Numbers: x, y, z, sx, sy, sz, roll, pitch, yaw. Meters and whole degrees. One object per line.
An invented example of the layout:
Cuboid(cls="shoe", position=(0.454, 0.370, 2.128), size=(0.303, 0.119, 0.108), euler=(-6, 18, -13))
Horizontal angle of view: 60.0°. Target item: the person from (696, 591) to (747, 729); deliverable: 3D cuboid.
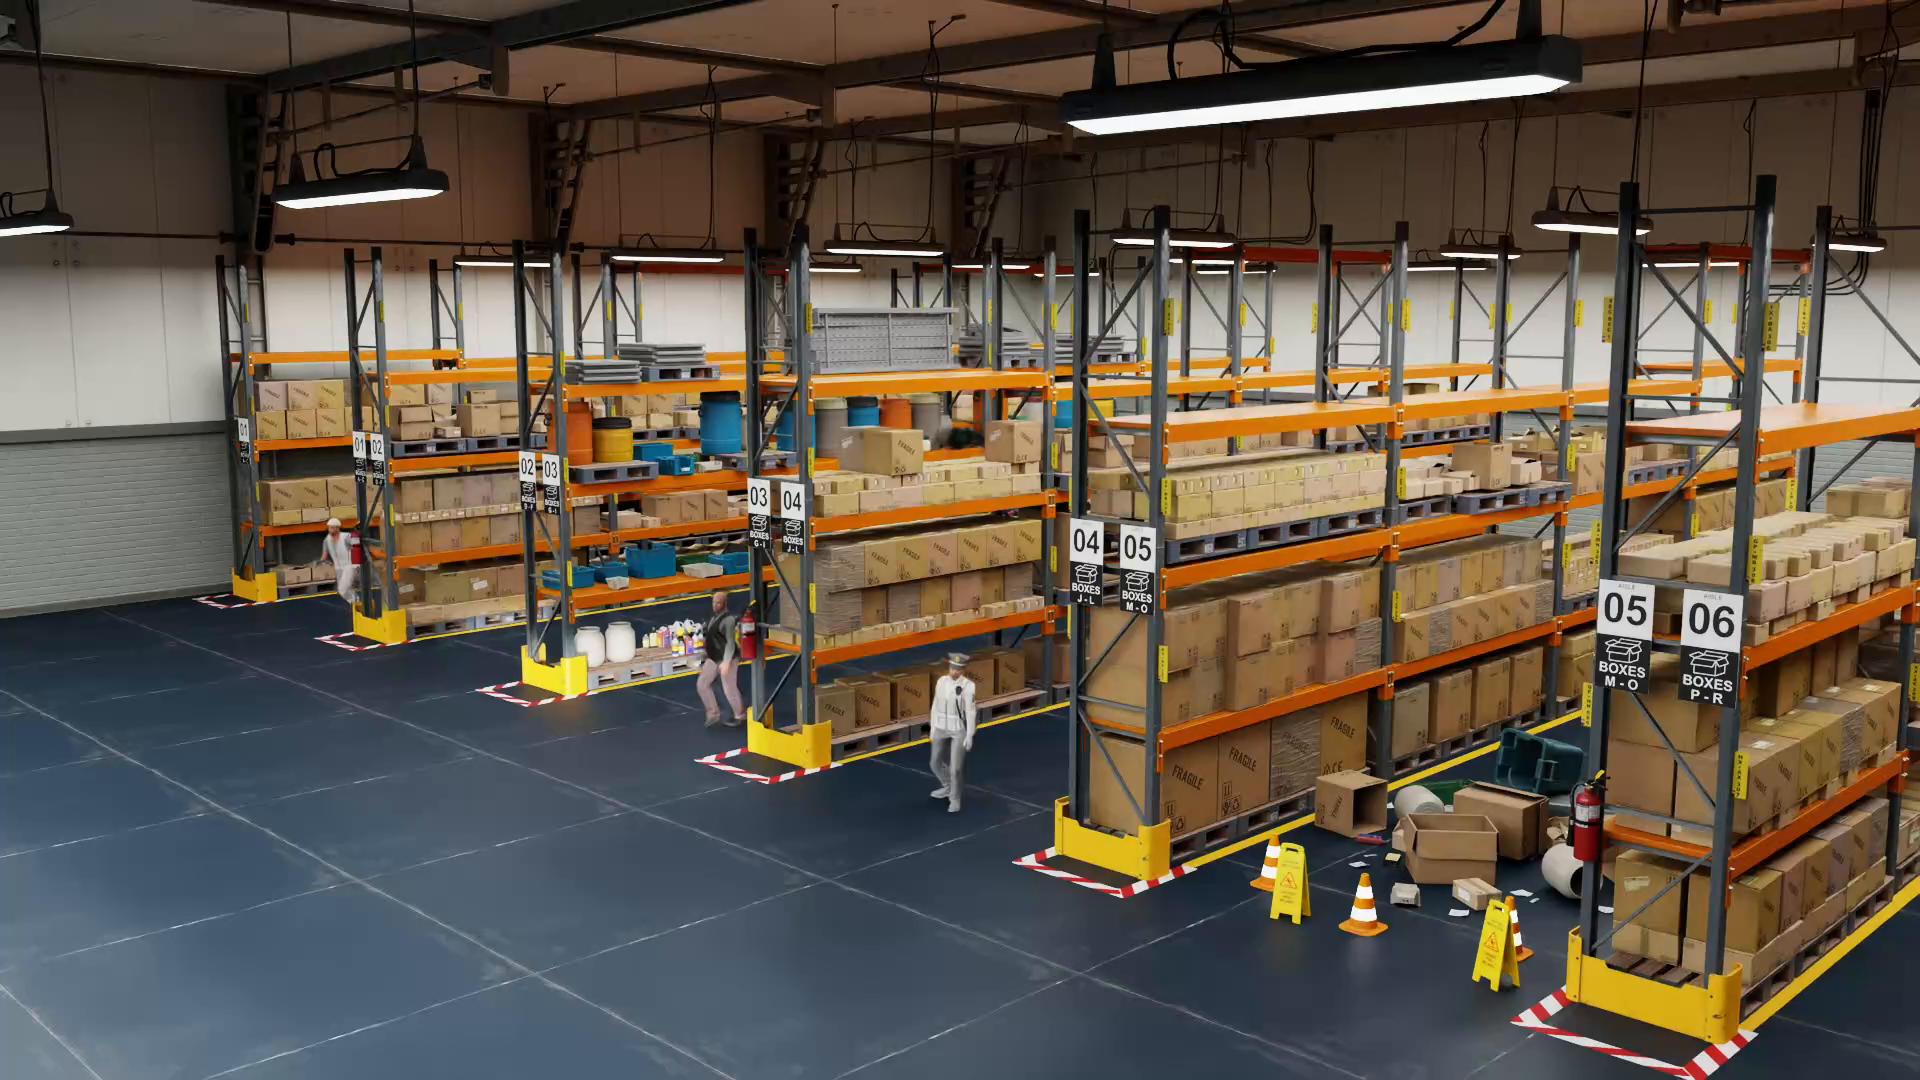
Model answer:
Cuboid(cls="person", position=(-2.876, 1.473, 20.259), size=(0.614, 1.742, 0.612), euler=(-6, 10, -38))

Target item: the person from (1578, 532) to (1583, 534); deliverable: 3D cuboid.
Cuboid(cls="person", position=(9.689, 0.704, 25.914), size=(0.501, 1.683, 0.779), euler=(7, 11, 41))

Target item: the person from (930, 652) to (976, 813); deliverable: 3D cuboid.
Cuboid(cls="person", position=(-0.082, 1.947, 17.062), size=(0.594, 1.651, 0.484), euler=(4, 9, 26))

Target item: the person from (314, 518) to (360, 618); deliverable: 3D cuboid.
Cuboid(cls="person", position=(-9.988, 0.481, 26.894), size=(0.626, 1.706, 0.954), euler=(4, 9, 24))
